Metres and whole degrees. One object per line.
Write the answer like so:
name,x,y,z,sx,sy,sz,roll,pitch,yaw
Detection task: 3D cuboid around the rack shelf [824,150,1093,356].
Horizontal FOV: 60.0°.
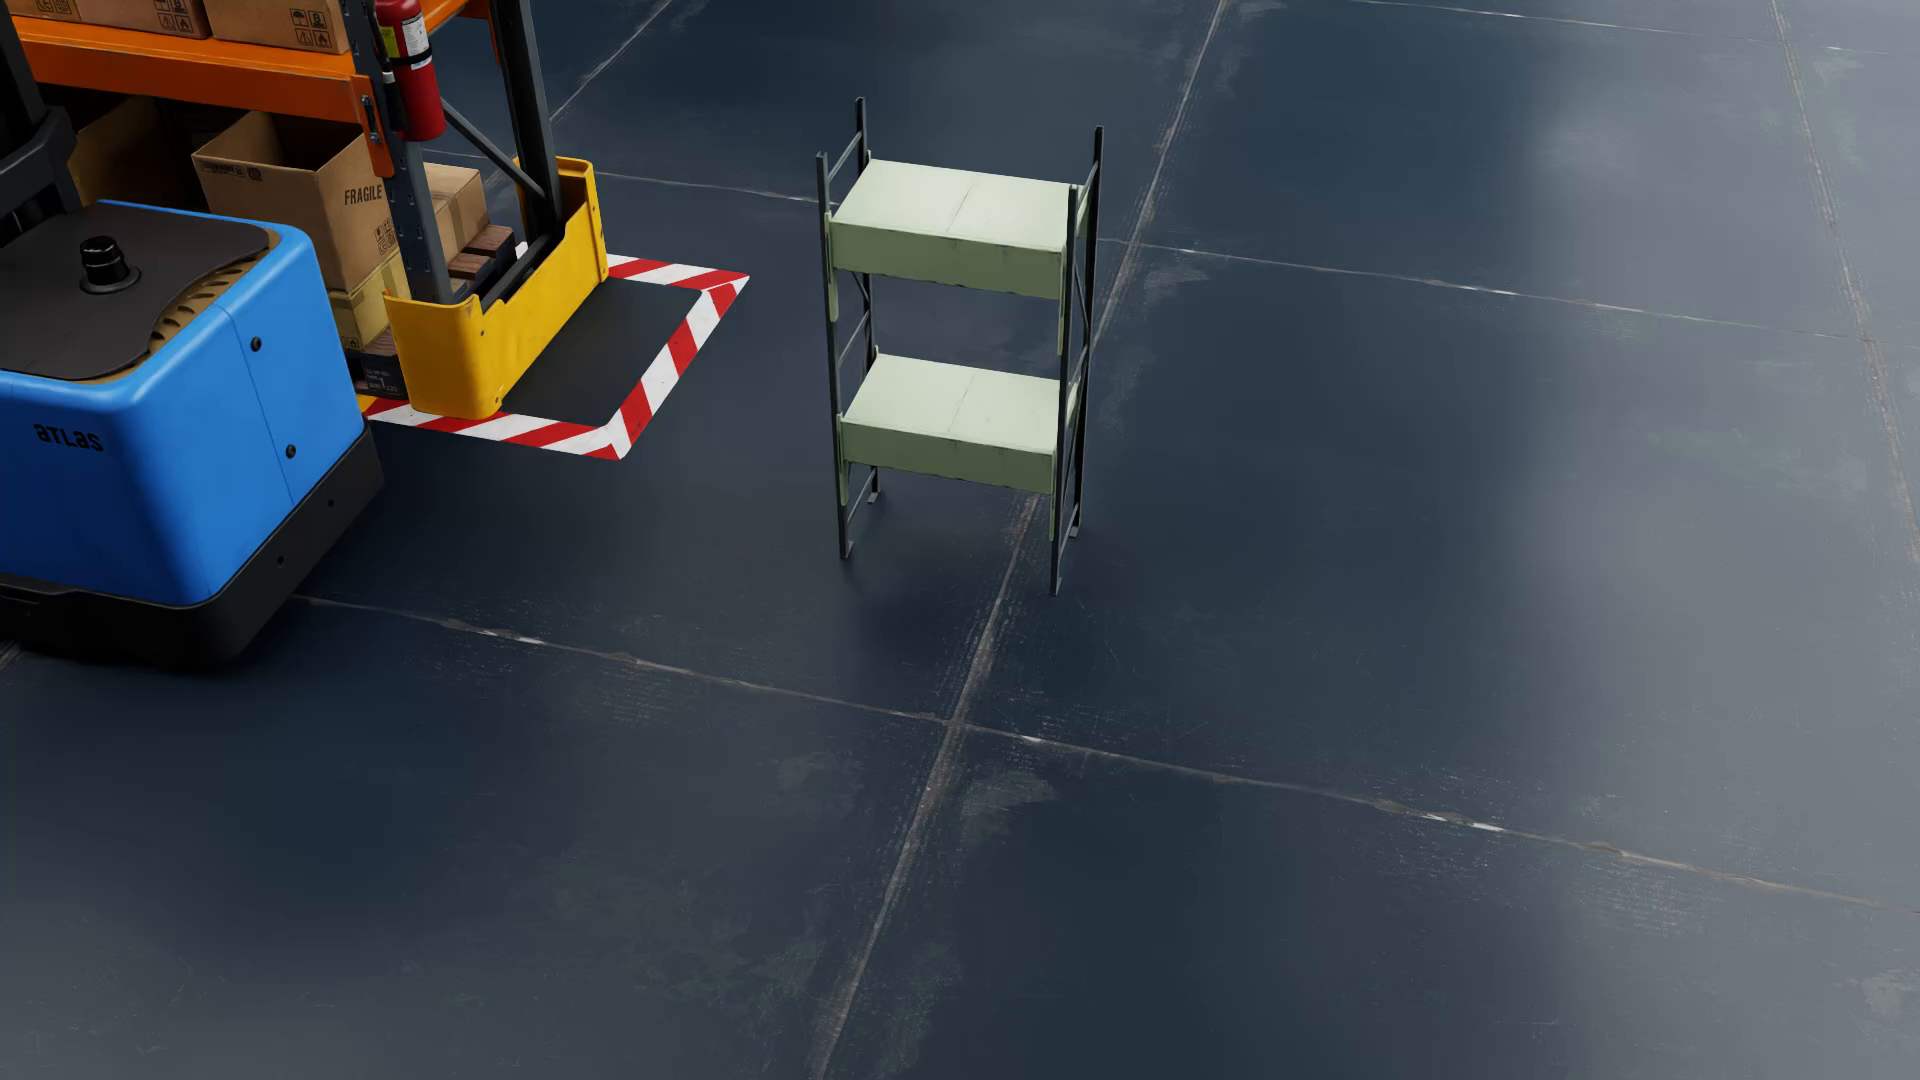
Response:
rack shelf,0.006,-0.872,5.015,0.720,0.370,0.431,10,41,11

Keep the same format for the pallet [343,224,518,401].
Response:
pallet,-2.576,-1.019,6.799,1.213,0.211,1.003,10,41,11

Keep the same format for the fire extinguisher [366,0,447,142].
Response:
fire extinguisher,-1.832,-1.648,5.440,0.183,0.674,0.296,10,41,11

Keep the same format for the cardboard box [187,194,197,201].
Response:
cardboard box,-3.253,-1.485,6.998,0.500,0.250,0.500,10,41,11

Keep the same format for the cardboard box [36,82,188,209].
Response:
cardboard box,-3.391,-1.442,6.364,0.500,0.500,0.500,10,41,11

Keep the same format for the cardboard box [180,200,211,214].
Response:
cardboard box,-2.907,-1.075,6.509,0.500,0.250,0.500,10,41,11

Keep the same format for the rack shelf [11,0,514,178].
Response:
rack shelf,-3.758,-2.043,6.410,4.000,0.370,1.077,10,41,11

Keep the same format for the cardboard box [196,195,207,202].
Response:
cardboard box,-2.771,-1.402,6.899,0.500,0.250,0.500,10,41,11

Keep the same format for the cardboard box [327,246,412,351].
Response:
cardboard box,-2.420,-0.999,6.419,0.500,0.250,0.500,10,41,11

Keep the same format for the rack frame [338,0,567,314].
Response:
rack frame,-1.826,-1.986,5.782,0.127,3.000,1.000,10,41,11

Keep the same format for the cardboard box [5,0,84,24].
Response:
cardboard box,-3.260,-2.280,6.055,0.500,0.500,0.700,10,41,12

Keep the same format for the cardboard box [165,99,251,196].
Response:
cardboard box,-2.770,-1.690,6.659,0.500,0.500,0.500,10,41,11

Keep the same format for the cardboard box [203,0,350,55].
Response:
cardboard box,-2.274,-2.110,5.852,0.500,0.500,0.700,10,41,11

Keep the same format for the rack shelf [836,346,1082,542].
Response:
rack shelf,0.006,-0.324,5.476,0.720,0.370,0.431,10,41,11

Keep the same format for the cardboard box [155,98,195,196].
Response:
cardboard box,-3.256,-1.765,6.748,0.500,0.500,0.500,10,41,11

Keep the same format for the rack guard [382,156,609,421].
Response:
rack guard,-1.803,-1.025,6.582,0.348,0.500,1.175,10,41,11

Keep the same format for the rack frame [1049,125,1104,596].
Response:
rack frame,0.360,-0.512,5.194,0.023,1.500,0.400,10,41,11

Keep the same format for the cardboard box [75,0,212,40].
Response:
cardboard box,-2.782,-2.194,5.952,0.500,0.500,0.700,11,41,13

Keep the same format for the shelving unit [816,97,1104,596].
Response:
shelving unit,0.006,-0.573,5.266,0.755,1.500,0.431,10,41,11

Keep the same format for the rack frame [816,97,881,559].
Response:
rack frame,-0.347,-0.634,5.339,0.023,1.500,0.400,10,41,11

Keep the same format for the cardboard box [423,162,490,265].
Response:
cardboard box,-2.287,-1.321,6.802,0.500,0.250,0.500,10,41,11

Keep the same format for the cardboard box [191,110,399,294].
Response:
cardboard box,-2.421,-1.285,6.176,0.500,0.500,0.500,10,41,11

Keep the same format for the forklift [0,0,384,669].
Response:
forklift,-3.610,-1.234,4.940,3.031,2.935,1.130,10,41,11

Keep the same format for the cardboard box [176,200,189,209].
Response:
cardboard box,-3.390,-1.157,6.607,0.500,0.250,0.500,10,41,11
